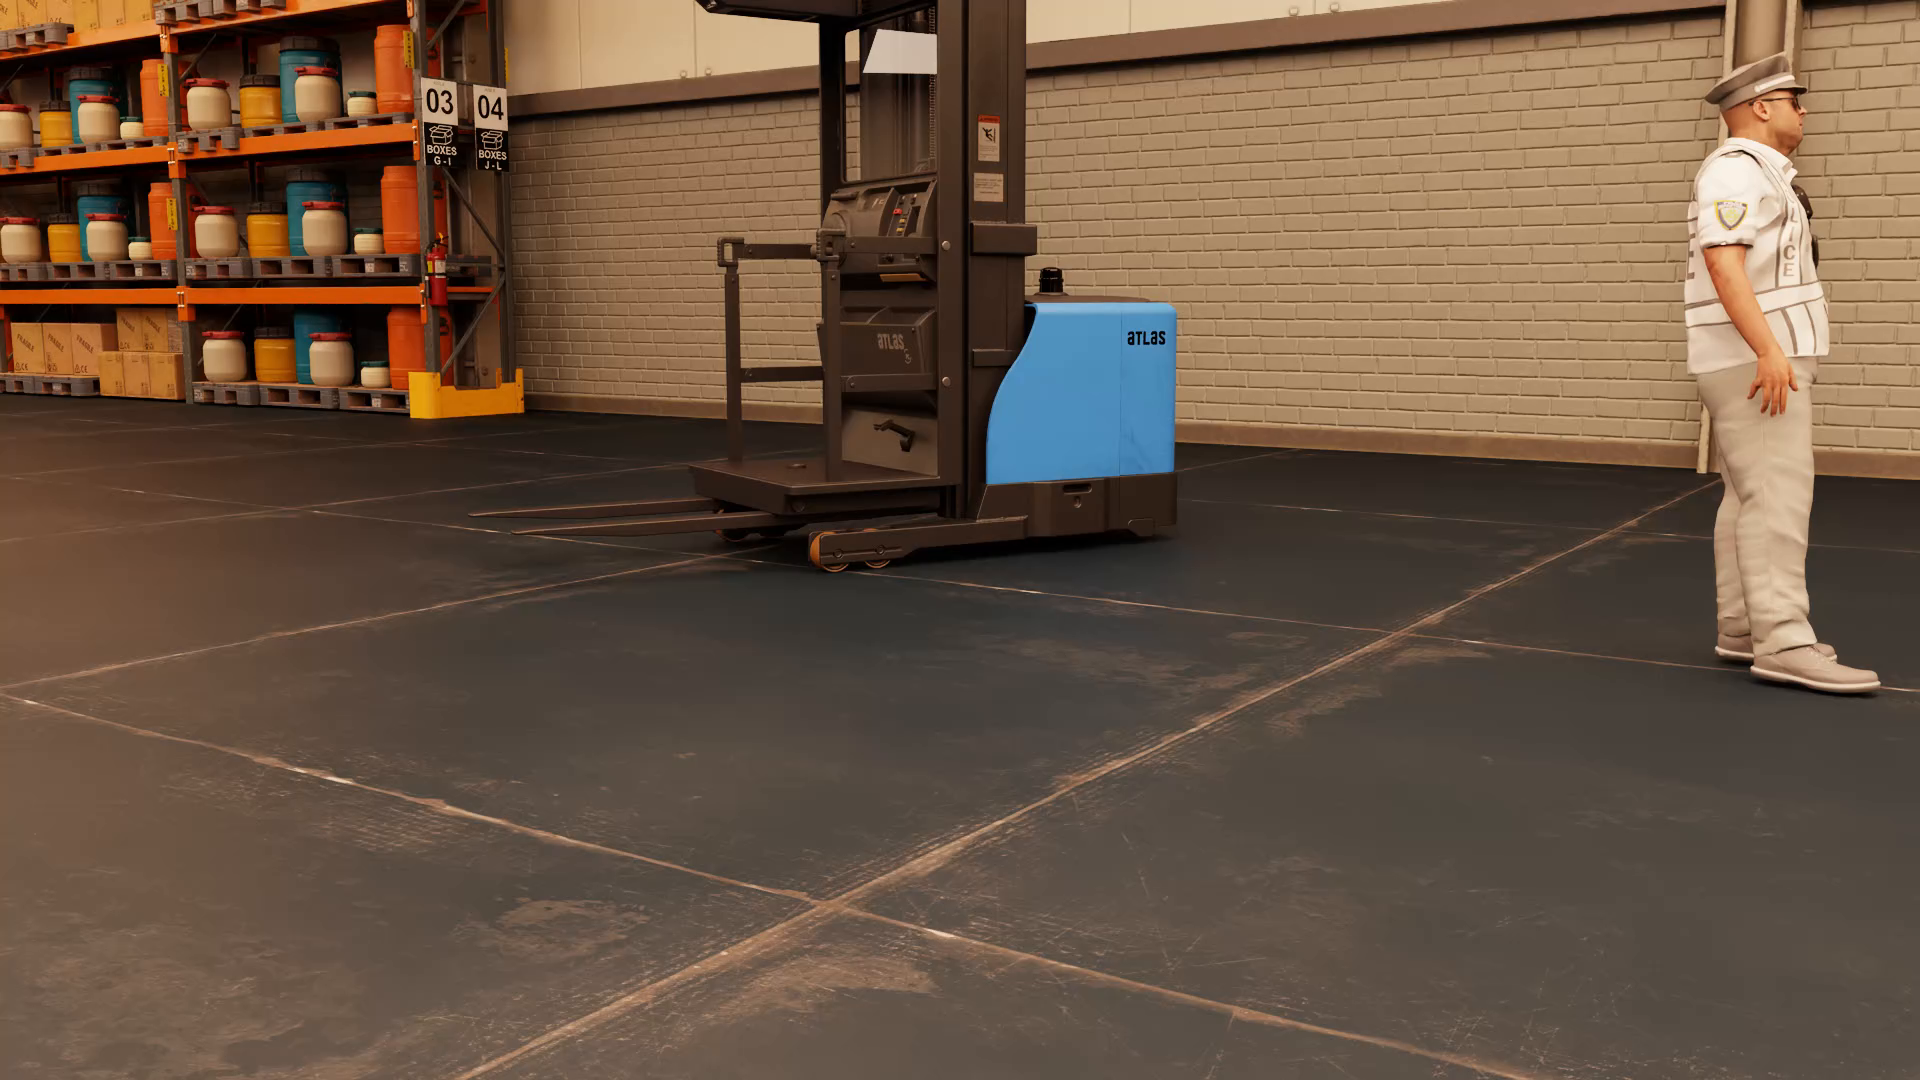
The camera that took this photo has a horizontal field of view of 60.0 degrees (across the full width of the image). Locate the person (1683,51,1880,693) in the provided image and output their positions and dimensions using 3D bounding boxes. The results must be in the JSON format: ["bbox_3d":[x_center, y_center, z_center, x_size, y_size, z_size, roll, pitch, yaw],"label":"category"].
[{"bbox_3d":[2.396,-0.509,4.805,0.575,1.780,0.640,4,9,28],"label":"person"}]

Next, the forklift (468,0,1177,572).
[{"bbox_3d":[-0.535,-1.406,7.079,3.031,2.935,1.130,-5,9,-31],"label":"forklift"}]
